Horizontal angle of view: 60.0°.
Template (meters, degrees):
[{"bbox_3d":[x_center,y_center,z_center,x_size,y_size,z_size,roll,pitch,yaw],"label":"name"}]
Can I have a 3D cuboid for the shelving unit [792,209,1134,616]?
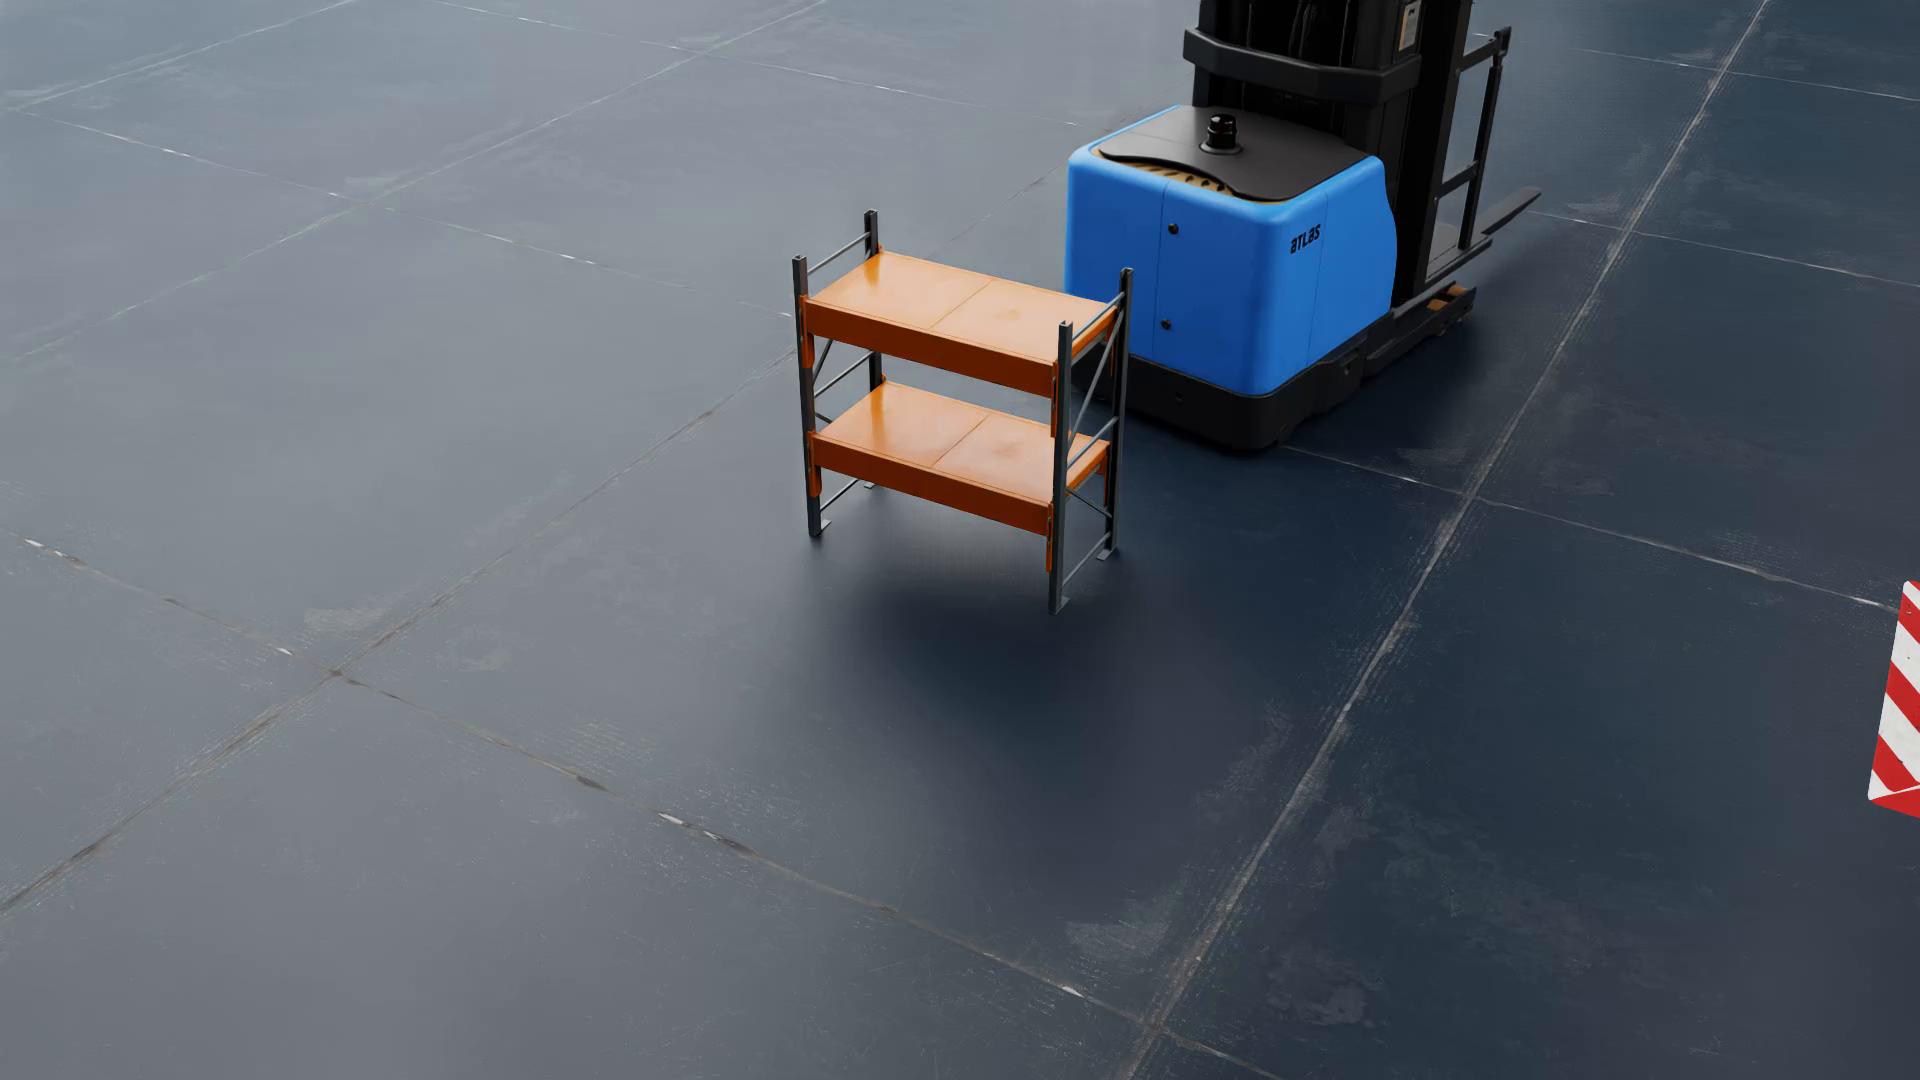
[{"bbox_3d":[0.006,-0.466,5.935,1.048,1.125,0.538,18,37,24],"label":"shelving unit"}]

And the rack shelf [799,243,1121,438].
[{"bbox_3d":[0.006,-0.710,5.773,1.000,0.278,0.538,18,37,24],"label":"rack shelf"}]

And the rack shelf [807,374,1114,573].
[{"bbox_3d":[0.006,-0.263,6.071,1.000,0.278,0.538,18,37,24],"label":"rack shelf"}]

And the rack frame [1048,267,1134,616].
[{"bbox_3d":[0.447,-0.327,5.725,0.032,1.125,0.500,18,37,24],"label":"rack frame"}]

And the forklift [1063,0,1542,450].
[{"bbox_3d":[1.758,-2.323,7.094,1.130,2.935,3.031,25,41,33],"label":"forklift"}]

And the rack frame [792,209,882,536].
[{"bbox_3d":[-0.435,-0.606,6.145,0.032,1.125,0.500,18,37,24],"label":"rack frame"}]
